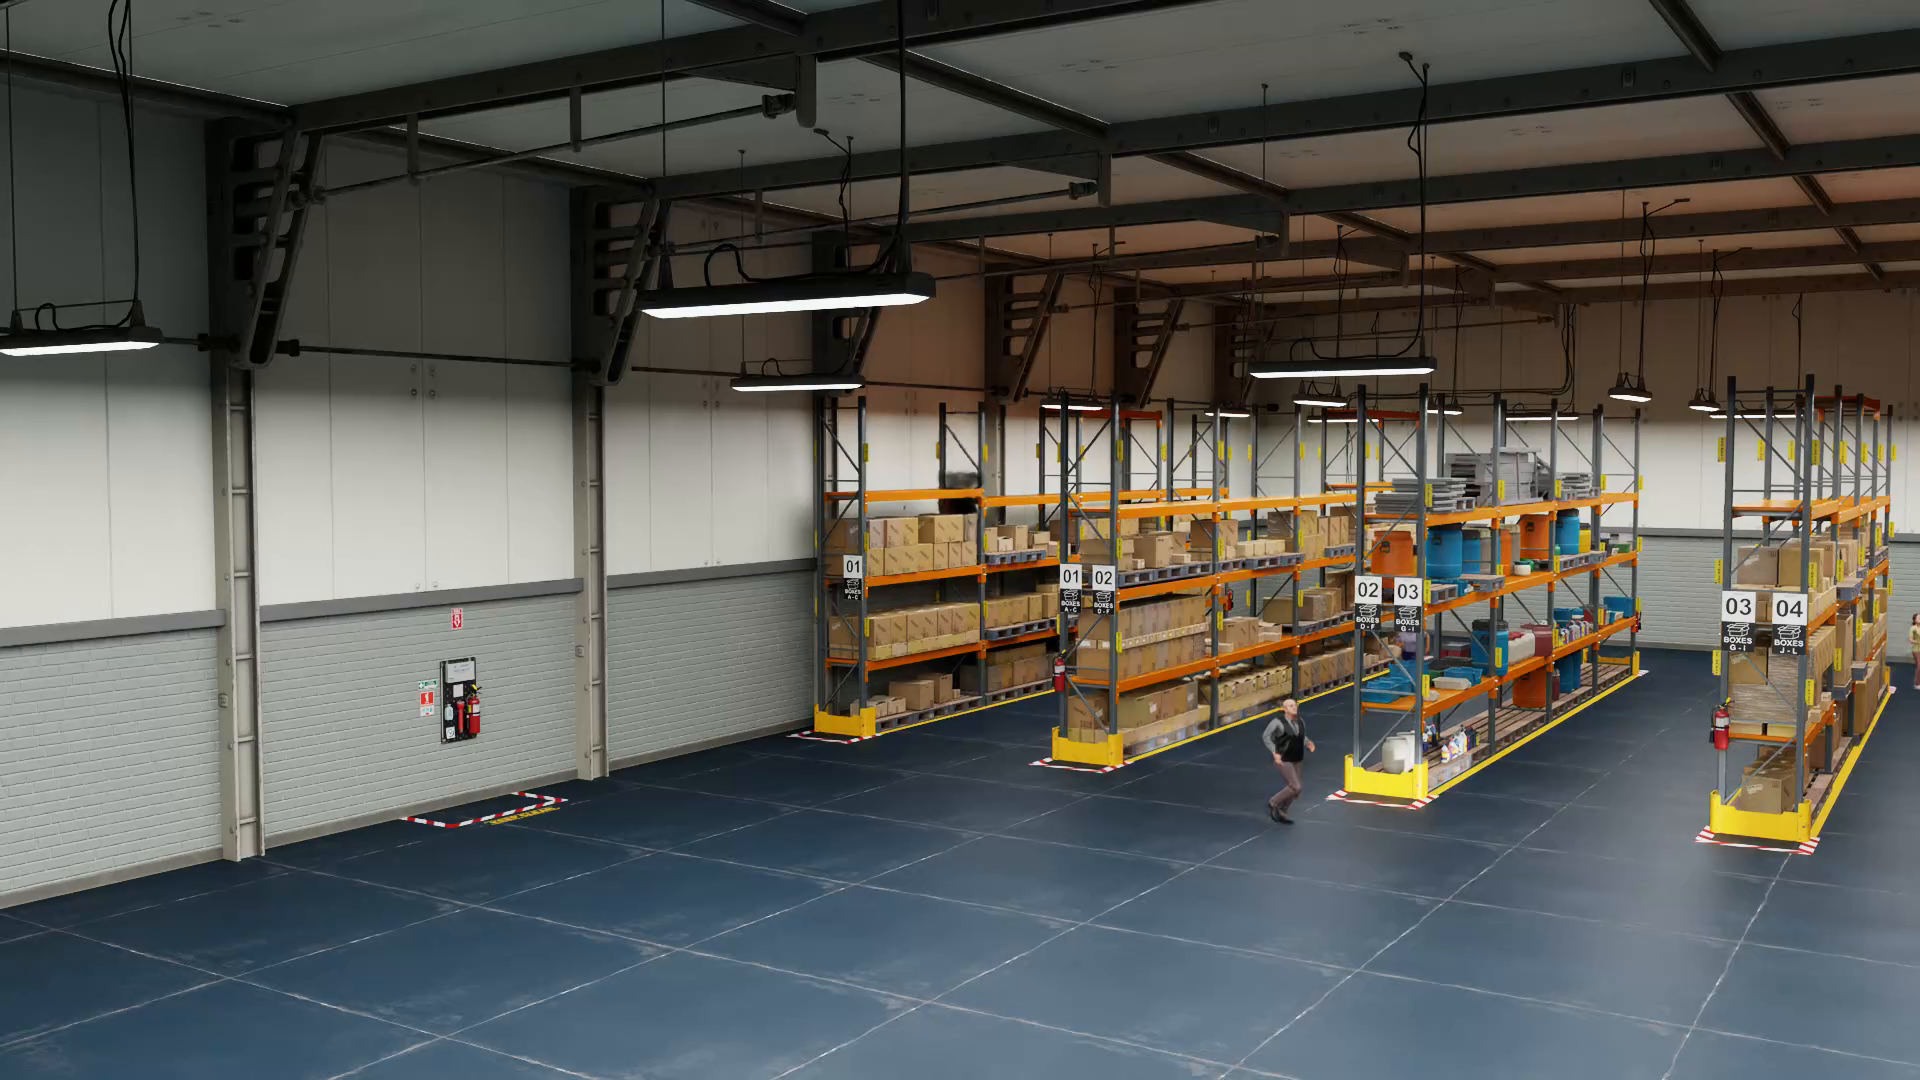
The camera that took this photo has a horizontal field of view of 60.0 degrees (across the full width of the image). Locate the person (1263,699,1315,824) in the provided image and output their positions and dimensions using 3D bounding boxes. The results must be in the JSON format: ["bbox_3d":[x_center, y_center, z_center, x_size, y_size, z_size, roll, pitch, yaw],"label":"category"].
[{"bbox_3d":[4.467,2.980,22.337,0.644,1.690,0.593,-2,4,-34],"label":"person"}]

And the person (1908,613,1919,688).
[{"bbox_3d":[20.235,2.345,34.994,0.558,1.613,0.643,0,3,-7],"label":"person"}]

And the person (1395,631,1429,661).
[{"bbox_3d":[9.206,2.416,33.879,0.626,1.685,0.828,2,4,33],"label":"person"}]
